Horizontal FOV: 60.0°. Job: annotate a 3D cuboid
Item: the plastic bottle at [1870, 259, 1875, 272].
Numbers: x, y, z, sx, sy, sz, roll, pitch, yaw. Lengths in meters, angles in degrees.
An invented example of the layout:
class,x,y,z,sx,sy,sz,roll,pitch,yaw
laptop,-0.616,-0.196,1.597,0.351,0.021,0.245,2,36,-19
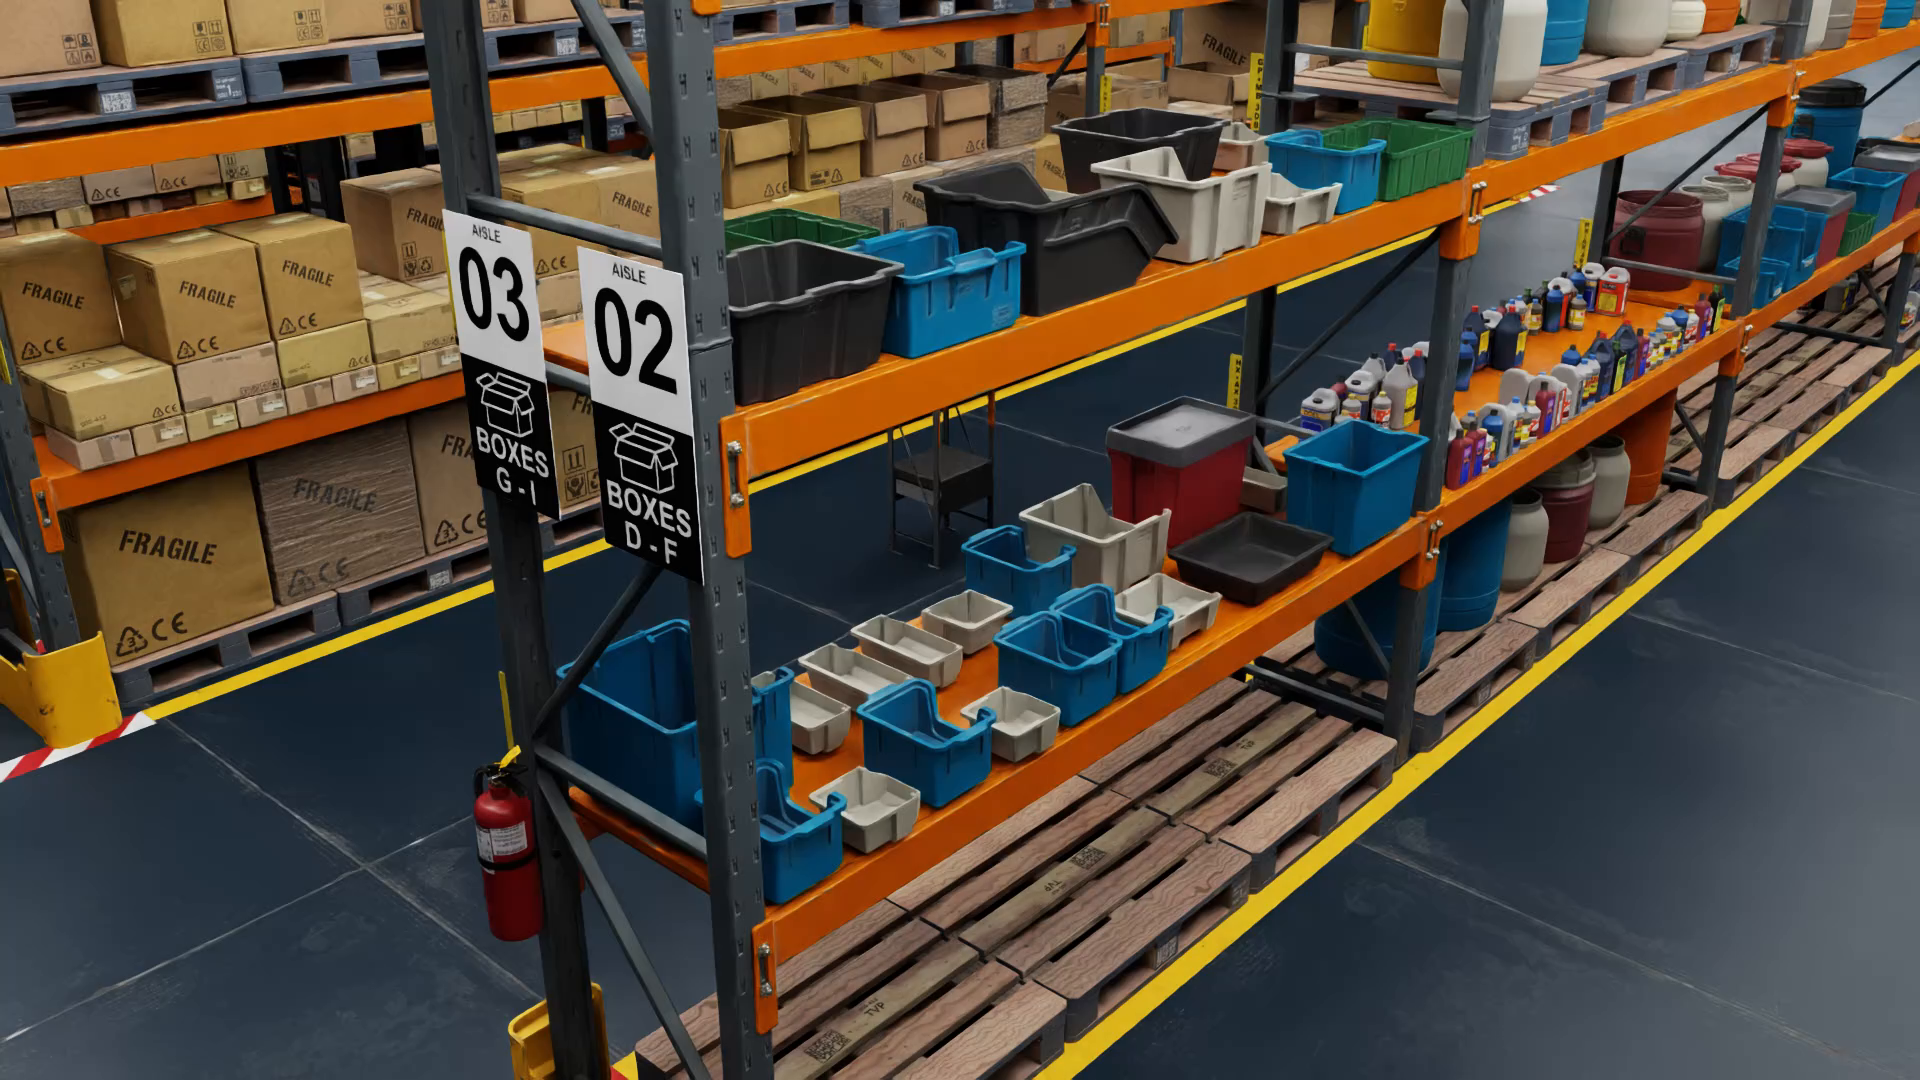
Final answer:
class,x,y,z,sx,sy,sz,roll,pitch,yaw
plastic bottle,8.282,-2.581,15.136,0.097,0.271,0.097,0,24,0

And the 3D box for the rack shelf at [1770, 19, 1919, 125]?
class,x,y,z,sx,sy,sz,roll,pitch,yaw
rack shelf,5.720,-3.304,11.167,1.077,0.370,4.000,20,31,38

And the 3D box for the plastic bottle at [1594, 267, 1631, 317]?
class,x,y,z,sx,sy,sz,roll,pitch,yaw
plastic bottle,3.968,-1.513,10.110,0.152,0.276,0.135,20,31,38

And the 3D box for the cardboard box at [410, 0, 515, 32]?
class,x,y,z,sx,sy,sz,roll,pitch,yaw
cardboard box,-2.813,-3.022,8.901,0.700,0.500,0.500,22,32,40

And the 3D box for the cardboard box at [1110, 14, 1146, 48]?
class,x,y,z,sx,sy,sz,roll,pitch,yaw
cardboard box,1.845,-6.599,21.118,0.875,0.550,0.550,20,31,38

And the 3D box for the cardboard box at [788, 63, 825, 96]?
class,x,y,z,sx,sy,sz,roll,pitch,yaw
cardboard box,-1.755,-4.810,17.189,0.500,0.500,0.500,20,31,37

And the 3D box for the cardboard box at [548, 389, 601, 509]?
class,x,y,z,sx,sy,sz,roll,pitch,yaw
cardboard box,-2.473,-0.831,10.521,0.875,0.875,0.875,20,31,38

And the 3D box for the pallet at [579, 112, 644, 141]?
class,x,y,z,sx,sy,sz,roll,pitch,yaw
pallet,-3.326,-4.058,15.870,1.213,0.211,1.003,20,31,38

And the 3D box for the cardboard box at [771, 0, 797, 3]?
class,x,y,z,sx,sy,sz,roll,pitch,yaw
cardboard box,-1.174,-3.618,10.582,0.500,0.311,0.500,19,30,36

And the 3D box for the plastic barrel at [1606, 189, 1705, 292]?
class,x,y,z,sx,sy,sz,roll,pitch,yaw
plastic barrel,4.469,-1.941,10.746,0.600,0.536,0.708,20,31,38

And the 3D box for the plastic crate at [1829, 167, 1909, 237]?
class,x,y,z,sx,sy,sz,roll,pitch,yaw
plastic crate,6.550,-2.445,12.056,0.392,0.384,0.575,20,31,38

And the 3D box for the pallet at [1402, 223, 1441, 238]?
class,x,y,z,sx,sy,sz,roll,pitch,yaw
pallet,4.602,-3.541,17.890,1.003,0.211,1.213,20,31,38

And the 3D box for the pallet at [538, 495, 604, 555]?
class,x,y,z,sx,sy,sz,roll,pitch,yaw
pallet,-2.539,-0.306,10.674,1.003,0.211,1.213,20,31,38

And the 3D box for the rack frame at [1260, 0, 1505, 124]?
class,x,y,z,sx,sy,sz,roll,pitch,yaw
rack frame,1.715,-3.173,6.329,1.000,3.000,0.127,20,31,38

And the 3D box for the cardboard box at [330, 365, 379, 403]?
class,x,y,z,sx,sy,sz,roll,pitch,yaw
cardboard box,-3.304,-0.865,8.821,0.380,0.149,0.250,20,31,37

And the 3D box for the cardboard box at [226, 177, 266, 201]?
class,x,y,z,sx,sy,sz,roll,pitch,yaw
cardboard box,-5.707,-2.800,13.135,0.380,0.149,0.250,19,30,36

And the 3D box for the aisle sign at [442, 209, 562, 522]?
class,x,y,z,sx,sy,sz,roll,pitch,yaw
aisle sign,-1.221,-0.462,4.436,0.394,0.787,0.004,20,31,38

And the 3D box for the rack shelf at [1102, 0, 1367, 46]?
class,x,y,z,sx,sy,sz,roll,pitch,yaw
rack shelf,2.031,-4.657,14.183,1.077,0.370,4.000,20,31,38

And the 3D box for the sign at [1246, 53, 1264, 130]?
class,x,y,z,sx,sy,sz,roll,pitch,yaw
sign,1.307,-1.960,7.277,0.100,0.325,0.005,20,31,38

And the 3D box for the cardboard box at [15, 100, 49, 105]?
class,x,y,z,sx,sy,sz,roll,pitch,yaw
cardboard box,-6.739,-3.121,11.836,0.500,0.500,0.500,19,30,36

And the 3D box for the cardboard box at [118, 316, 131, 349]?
class,x,y,z,sx,sy,sz,roll,pitch,yaw
cardboard box,-4.178,-1.011,8.659,0.500,0.250,0.500,19,31,37

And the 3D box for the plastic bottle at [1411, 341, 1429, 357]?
class,x,y,z,sx,sy,sz,roll,pitch,yaw
plastic bottle,2.408,-0.894,8.728,0.152,0.276,0.135,20,31,38

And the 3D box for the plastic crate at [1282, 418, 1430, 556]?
class,x,y,z,sx,sy,sz,roll,pitch,yaw
plastic crate,1.657,-0.221,7.022,0.392,0.384,0.575,20,31,38

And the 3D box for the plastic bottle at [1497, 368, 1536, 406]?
class,x,y,z,sx,sy,sz,roll,pitch,yaw
plastic bottle,2.812,-0.740,8.386,0.152,0.276,0.135,20,31,38

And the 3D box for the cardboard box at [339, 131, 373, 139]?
class,x,y,z,sx,sy,sz,roll,pitch,yaw
cardboard box,-4.994,-3.381,13.554,0.380,0.149,0.250,21,31,38

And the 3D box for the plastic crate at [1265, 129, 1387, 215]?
class,x,y,z,sx,sy,sz,roll,pitch,yaw
plastic crate,1.345,-1.364,6.163,0.416,0.233,0.300,20,31,38

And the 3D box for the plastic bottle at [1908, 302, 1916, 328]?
class,x,y,z,sx,sy,sz,roll,pitch,yaw
plastic bottle,7.729,-1.837,13.562,0.097,0.201,0.097,0,24,0

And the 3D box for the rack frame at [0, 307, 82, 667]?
class,x,y,z,sx,sy,sz,roll,pitch,yaw
rack frame,-4.643,-0.570,7.854,1.000,3.000,0.127,20,31,38

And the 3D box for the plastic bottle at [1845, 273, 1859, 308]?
class,x,y,z,sx,sy,sz,roll,pitch,yaw
plastic bottle,7.525,-2.132,14.130,0.152,0.276,0.135,20,31,38

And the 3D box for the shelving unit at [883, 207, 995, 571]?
class,x,y,z,sx,sy,sz,roll,pitch,yaw
shelving unit,-0.110,-0.908,9.708,0.431,2.100,0.503,20,31,38

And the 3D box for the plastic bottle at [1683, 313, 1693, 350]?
class,x,y,z,sx,sy,sz,roll,pitch,yaw
plastic bottle,4.123,-1.194,9.490,0.097,0.201,0.097,0,24,0

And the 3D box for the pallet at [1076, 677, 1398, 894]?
class,x,y,z,sx,sy,sz,roll,pitch,yaw
pallet,1.253,1.071,7.603,1.003,0.211,1.213,20,31,38

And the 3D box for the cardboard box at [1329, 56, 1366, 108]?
class,x,y,z,sx,sy,sz,roll,pitch,yaw
cardboard box,3.712,-4.527,16.195,0.875,0.500,0.500,20,31,38

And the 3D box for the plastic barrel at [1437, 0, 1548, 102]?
class,x,y,z,sx,sy,sz,roll,pitch,yaw
plastic barrel,2.253,-2.150,7.034,0.433,0.535,0.433,0,24,0

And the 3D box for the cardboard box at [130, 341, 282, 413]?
class,x,y,z,sx,sy,sz,roll,pitch,yaw
cardboard box,-3.780,-0.870,8.343,0.500,0.250,0.500,20,31,37

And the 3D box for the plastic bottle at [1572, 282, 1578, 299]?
class,x,y,z,sx,sy,sz,roll,pitch,yaw
plastic bottle,3.692,-1.463,10.089,0.097,0.201,0.097,0,24,0

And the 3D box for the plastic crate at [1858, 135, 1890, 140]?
class,x,y,z,sx,sy,sz,roll,pitch,yaw
plastic crate,7.591,-3.217,13.940,0.499,0.251,0.616,20,31,38

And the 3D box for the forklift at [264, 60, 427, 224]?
class,x,y,z,sx,sy,sz,roll,pitch,yaw
forklift,-4.625,-2.388,11.994,3.031,2.935,1.130,13,27,26

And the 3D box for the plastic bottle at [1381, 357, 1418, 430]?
class,x,y,z,sx,sy,sz,roll,pitch,yaw
plastic bottle,2.192,-0.743,8.302,0.144,0.351,0.185,20,31,38

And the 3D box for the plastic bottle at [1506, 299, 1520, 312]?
class,x,y,z,sx,sy,sz,roll,pitch,yaw
plastic bottle,3.141,-1.243,9.513,0.097,0.271,0.097,0,24,0

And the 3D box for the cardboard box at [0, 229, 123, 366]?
class,x,y,z,sx,sy,sz,roll,pitch,yaw
cardboard box,-4.514,-1.199,8.162,0.500,0.500,0.500,21,31,38

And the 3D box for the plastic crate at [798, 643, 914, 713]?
class,x,y,z,sx,sy,sz,roll,pitch,yaw
plastic crate,-0.341,0.493,5.732,0.396,0.136,0.243,20,31,38

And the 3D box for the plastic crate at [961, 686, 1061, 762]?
class,x,y,z,sx,sy,sz,roll,pitch,yaw
plastic crate,0.184,0.609,5.475,0.250,0.136,0.298,20,31,38

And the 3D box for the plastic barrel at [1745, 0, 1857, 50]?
class,x,y,z,sx,sy,sz,roll,pitch,yaw
plastic barrel,5.094,-3.443,9.984,0.600,0.901,0.600,0,24,0

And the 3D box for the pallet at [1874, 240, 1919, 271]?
class,x,y,z,sx,sy,sz,roll,pitch,yaw
pallet,9.162,-2.538,15.652,1.003,0.211,1.213,20,31,38

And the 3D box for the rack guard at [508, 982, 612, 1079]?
class,x,y,z,sx,sy,sz,roll,pitch,yaw
rack guard,-0.961,1.934,5.325,1.175,0.500,0.348,20,31,38

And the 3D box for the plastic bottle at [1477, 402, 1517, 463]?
class,x,y,z,sx,sy,sz,roll,pitch,yaw
plastic bottle,2.552,-0.528,7.912,0.152,0.276,0.135,20,31,38

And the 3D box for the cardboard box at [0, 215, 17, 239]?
class,x,y,z,sx,sy,sz,roll,pitch,yaw
cardboard box,-6.994,-2.265,11.943,0.380,0.149,0.250,19,31,37

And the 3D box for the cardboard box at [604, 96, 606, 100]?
class,x,y,z,sx,sy,sz,roll,pitch,yaw
cardboard box,-3.438,-4.091,15.139,0.380,0.149,0.250,20,31,38

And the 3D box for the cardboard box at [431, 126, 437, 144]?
class,x,y,z,sx,sy,sz,roll,pitch,yaw
cardboard box,-4.475,-3.482,14.144,0.380,0.149,0.250,21,31,38

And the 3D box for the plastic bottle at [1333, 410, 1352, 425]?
class,x,y,z,sx,sy,sz,roll,pitch,yaw
plastic bottle,1.843,-0.525,7.998,0.097,0.201,0.097,0,24,0

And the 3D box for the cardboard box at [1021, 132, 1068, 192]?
class,x,y,z,sx,sy,sz,roll,pitch,yaw
cardboard box,0.551,-2.835,12.784,0.500,0.500,0.500,21,32,39

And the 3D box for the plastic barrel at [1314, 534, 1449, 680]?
class,x,y,z,sx,sy,sz,roll,pitch,yaw
plastic barrel,2.091,0.169,8.259,0.600,0.901,0.708,20,31,38

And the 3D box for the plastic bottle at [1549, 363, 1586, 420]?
class,x,y,z,sx,sy,sz,roll,pitch,yaw
plastic bottle,3.080,-0.769,8.451,0.152,0.276,0.135,20,31,38
